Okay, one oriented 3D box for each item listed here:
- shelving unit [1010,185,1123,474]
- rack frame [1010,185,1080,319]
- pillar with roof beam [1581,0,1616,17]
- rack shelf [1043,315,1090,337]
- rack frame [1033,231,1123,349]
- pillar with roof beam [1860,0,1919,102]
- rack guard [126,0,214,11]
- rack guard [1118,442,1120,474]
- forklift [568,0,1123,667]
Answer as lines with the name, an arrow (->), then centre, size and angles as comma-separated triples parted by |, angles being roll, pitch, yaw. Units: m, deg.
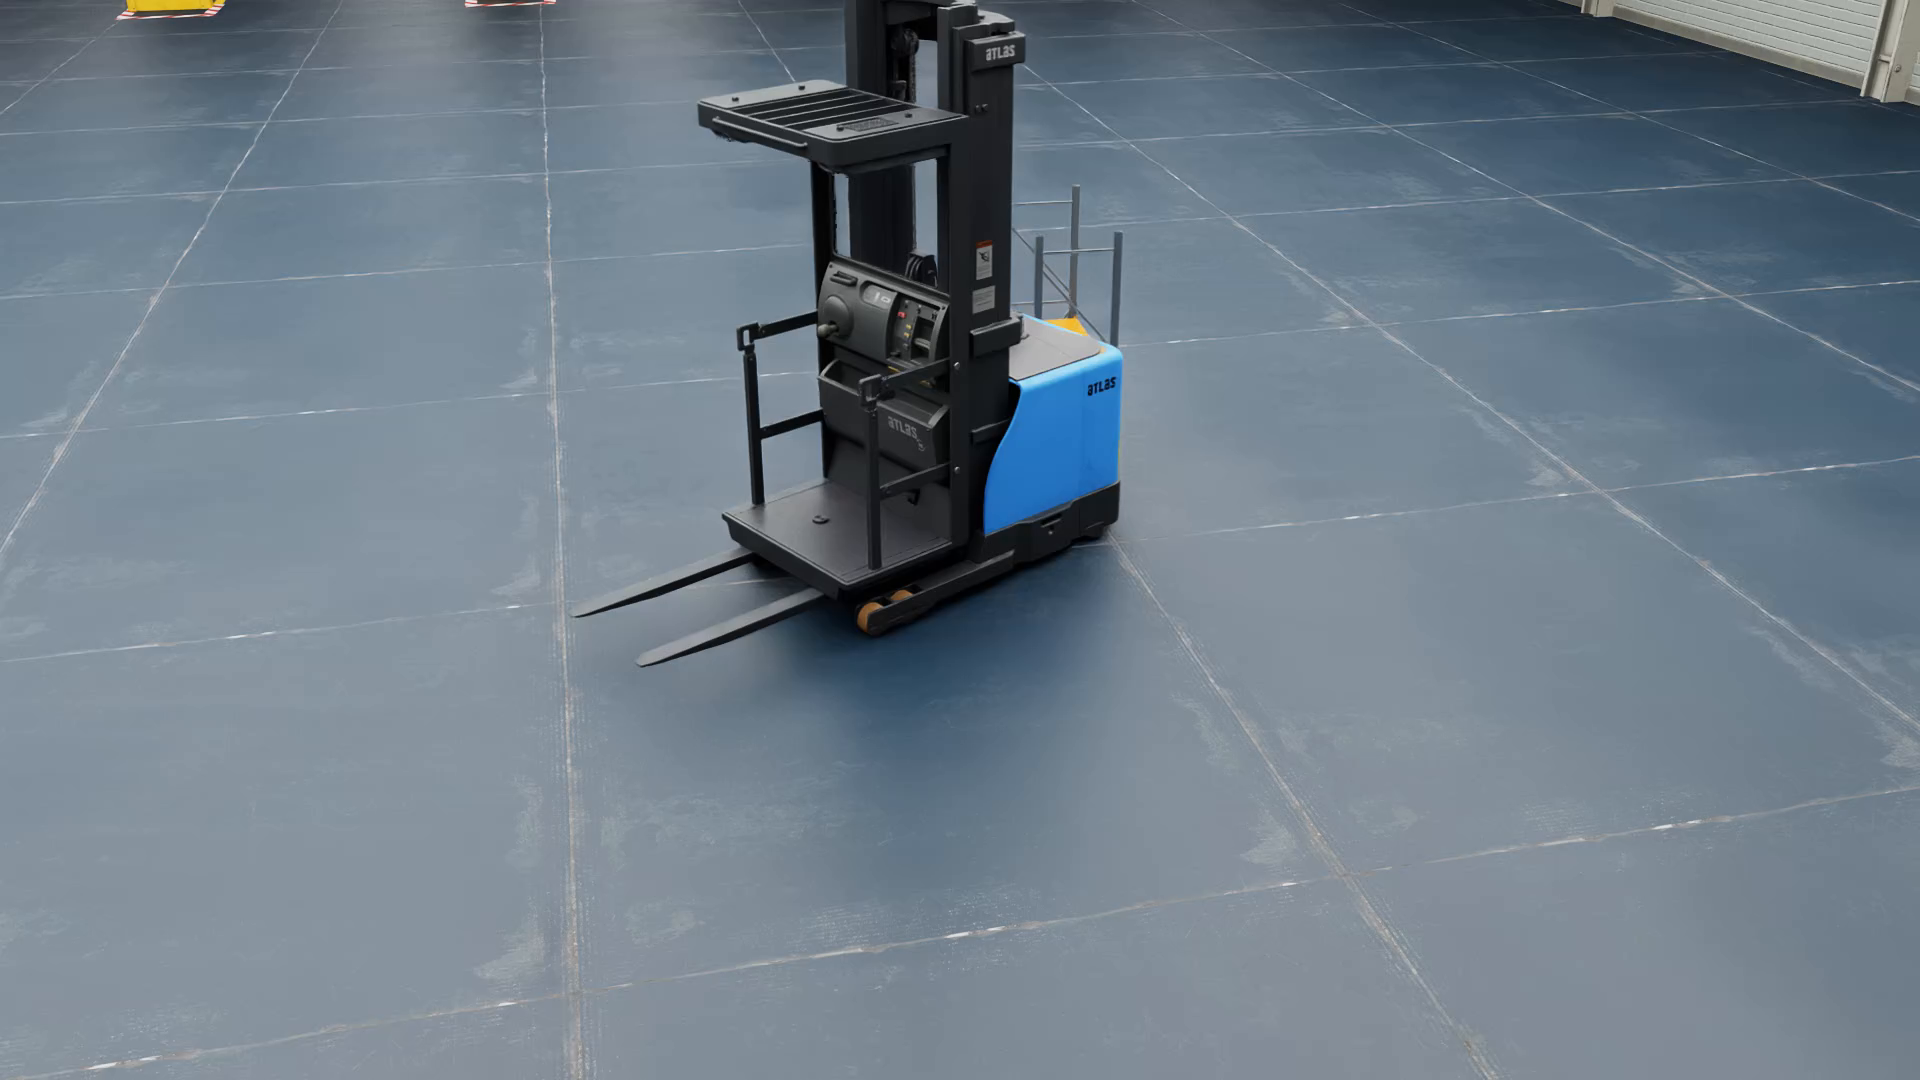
shelving unit -> 0.578, -1.279, 10.119 | 0.587, 1.500, 1.083 | -5, 27, -9
rack frame -> 0.492, -1.500, 10.558 | 0.500, 1.500, 0.032 | -5, 27, -9
pillar with roof beam -> 5.288, -11.401, 21.851 | 9.100, 9.000, 0.400 | -6, 27, -12
rack shelf -> 0.580, -1.114, 10.192 | 0.538, 0.185, 1.000 | -5, 27, -9
rack frame -> 0.668, -1.049, 9.664 | 0.500, 1.500, 0.032 | -5, 27, -9
pillar with roof beam -> 6.640, -8.767, 16.632 | 9.100, 9.000, 0.400 | -6, 27, -12
rack guard -> -11.970, -8.294, 25.128 | 1.175, 0.500, 0.348 | -6, 27, -12
rack guard -> 0.665, -0.500, 9.963 | 0.587, 0.250, 0.087 | -5, 27, -9
forklift -> -0.547, -1.095, 8.167 | 3.031, 2.935, 1.130 | -22, 34, -36
